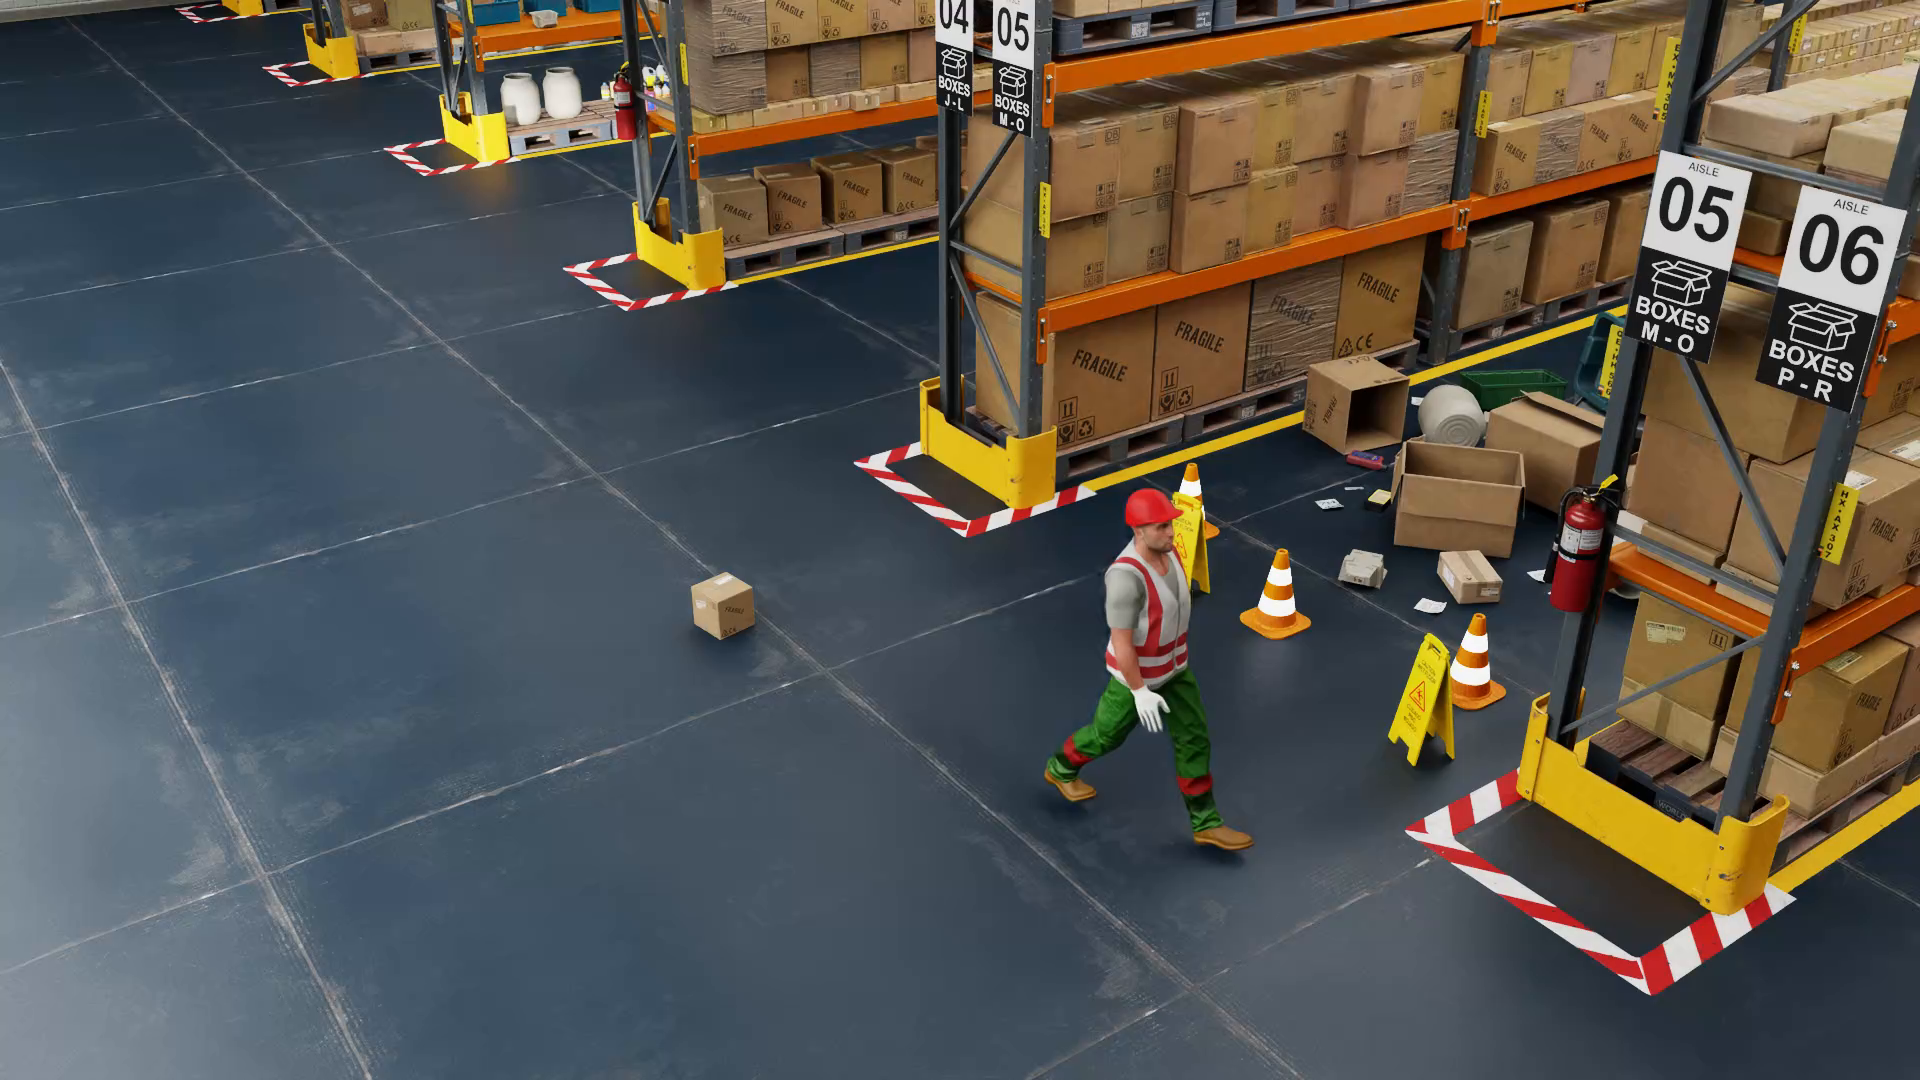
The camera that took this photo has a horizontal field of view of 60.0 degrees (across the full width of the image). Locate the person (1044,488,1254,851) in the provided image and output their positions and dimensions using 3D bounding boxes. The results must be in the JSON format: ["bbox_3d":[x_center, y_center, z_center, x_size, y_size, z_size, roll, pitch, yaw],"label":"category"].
[{"bbox_3d":[0.875,0.591,7.517,1.061,1.743,0.567,23,36,36],"label":"person"}]
